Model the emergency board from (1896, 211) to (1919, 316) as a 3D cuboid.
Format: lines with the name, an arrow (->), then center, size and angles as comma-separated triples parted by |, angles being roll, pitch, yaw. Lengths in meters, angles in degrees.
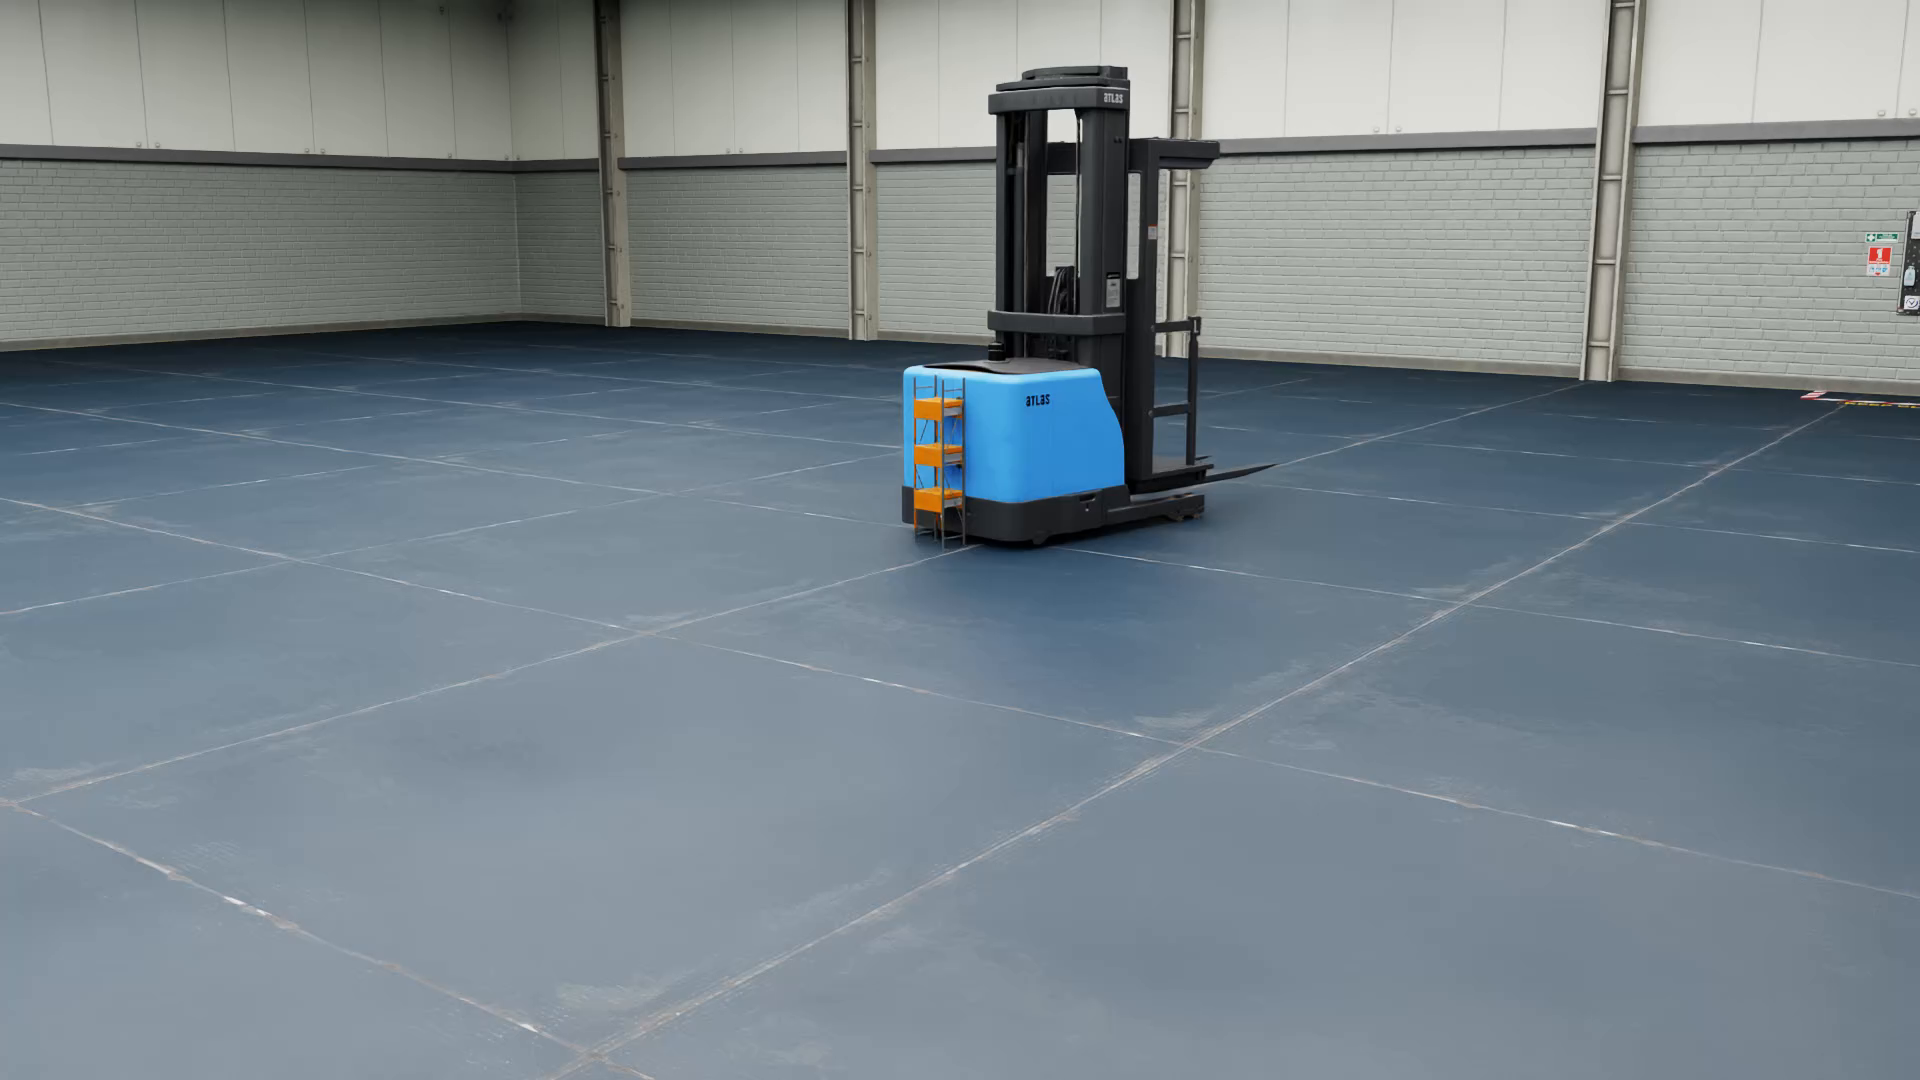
emergency board -> 10.925, -3.105, 18.680 | 0.626, 1.169, 0.157 | 8, 13, 36

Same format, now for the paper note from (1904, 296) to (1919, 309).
paper note -> 10.819, -2.699, 18.902 | 0.142, 0.148, 0.016 | 8, 13, 36

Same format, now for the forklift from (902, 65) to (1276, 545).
forklift -> 1.023, -1.622, 11.198 | 3.031, 2.935, 1.130 | -11, 15, -44

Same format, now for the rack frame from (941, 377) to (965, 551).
rack frame -> -0.039, -0.462, 10.151 | 0.008, 1.050, 0.200 | 11, 15, 43

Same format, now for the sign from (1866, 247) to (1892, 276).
sign -> 10.537, -3.196, 19.060 | 0.234, 0.329, 0.001 | 8, 13, 36

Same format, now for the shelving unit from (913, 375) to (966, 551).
shelving unit -> -0.126, -0.478, 10.235 | 0.252, 1.050, 0.215 | 11, 15, 43

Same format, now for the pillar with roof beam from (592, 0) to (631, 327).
pillar with roof beam -> -9.002, -7.802, 27.165 | 0.400, 9.000, 9.100 | 8, 13, 36

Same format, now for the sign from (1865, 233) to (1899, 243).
sign -> 10.535, -3.455, 19.000 | 0.331, 0.109, 0.001 | 8, 13, 36

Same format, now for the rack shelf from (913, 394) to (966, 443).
rack shelf -> -0.126, -0.746, 10.183 | 0.240, 0.259, 0.215 | 11, 15, 43

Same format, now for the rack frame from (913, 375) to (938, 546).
rack frame -> -0.214, -0.494, 10.319 | 0.008, 1.050, 0.200 | 11, 15, 43

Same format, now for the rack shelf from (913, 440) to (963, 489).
rack shelf -> -0.126, -0.467, 10.237 | 0.240, 0.259, 0.215 | 11, 15, 43

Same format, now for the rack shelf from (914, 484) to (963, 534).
rack shelf -> -0.126, -0.194, 10.290 | 0.240, 0.259, 0.215 | 11, 15, 43

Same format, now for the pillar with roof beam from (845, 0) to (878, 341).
pillar with roof beam -> -4.166, -7.127, 23.678 | 0.400, 9.000, 9.100 | 8, 13, 36

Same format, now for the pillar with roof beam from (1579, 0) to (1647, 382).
pillar with roof beam -> 5.506, -5.778, 16.705 | 0.400, 9.000, 9.100 | 8, 13, 36

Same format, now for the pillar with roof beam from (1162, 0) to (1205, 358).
pillar with roof beam -> 0.670, -6.453, 20.192 | 0.400, 9.000, 9.100 | 8, 13, 36
